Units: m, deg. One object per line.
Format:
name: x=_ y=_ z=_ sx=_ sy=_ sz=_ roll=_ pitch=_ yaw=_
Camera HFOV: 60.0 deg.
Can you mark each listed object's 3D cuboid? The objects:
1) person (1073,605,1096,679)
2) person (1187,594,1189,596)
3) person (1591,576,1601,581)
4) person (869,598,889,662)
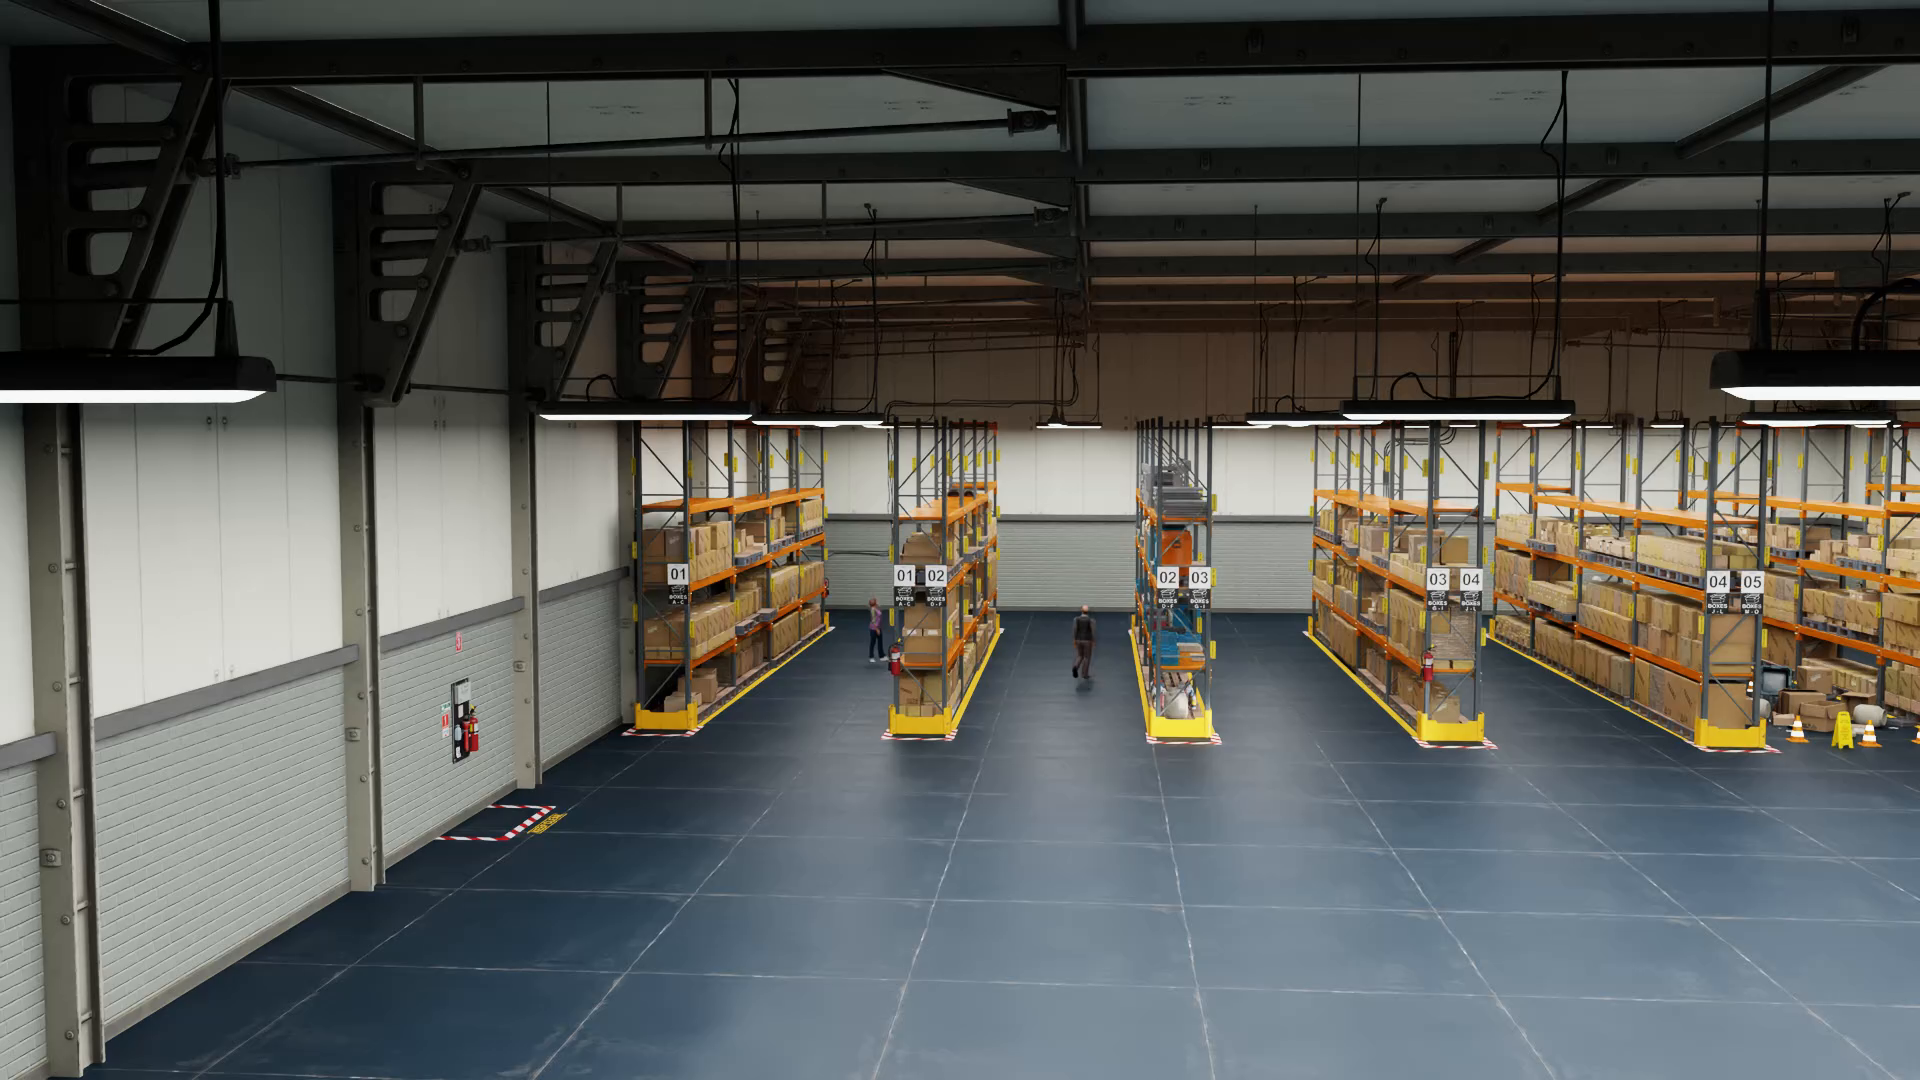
person: x=2.861 y=2.355 z=38.304 sx=0.520 sy=1.703 sz=0.524 roll=3 pitch=5 yaw=40
person: x=6.209 y=1.989 z=44.927 sx=0.343 sy=1.594 sz=0.419 roll=1 pitch=4 yaw=15
person: x=17.547 y=1.867 z=45.742 sx=0.678 sy=1.749 sz=0.965 roll=-3 pitch=5 yaw=-39
person: x=-2.010 y=2.212 z=41.056 sx=0.501 sy=1.583 sz=0.481 roll=2 pitch=4 yaw=25
